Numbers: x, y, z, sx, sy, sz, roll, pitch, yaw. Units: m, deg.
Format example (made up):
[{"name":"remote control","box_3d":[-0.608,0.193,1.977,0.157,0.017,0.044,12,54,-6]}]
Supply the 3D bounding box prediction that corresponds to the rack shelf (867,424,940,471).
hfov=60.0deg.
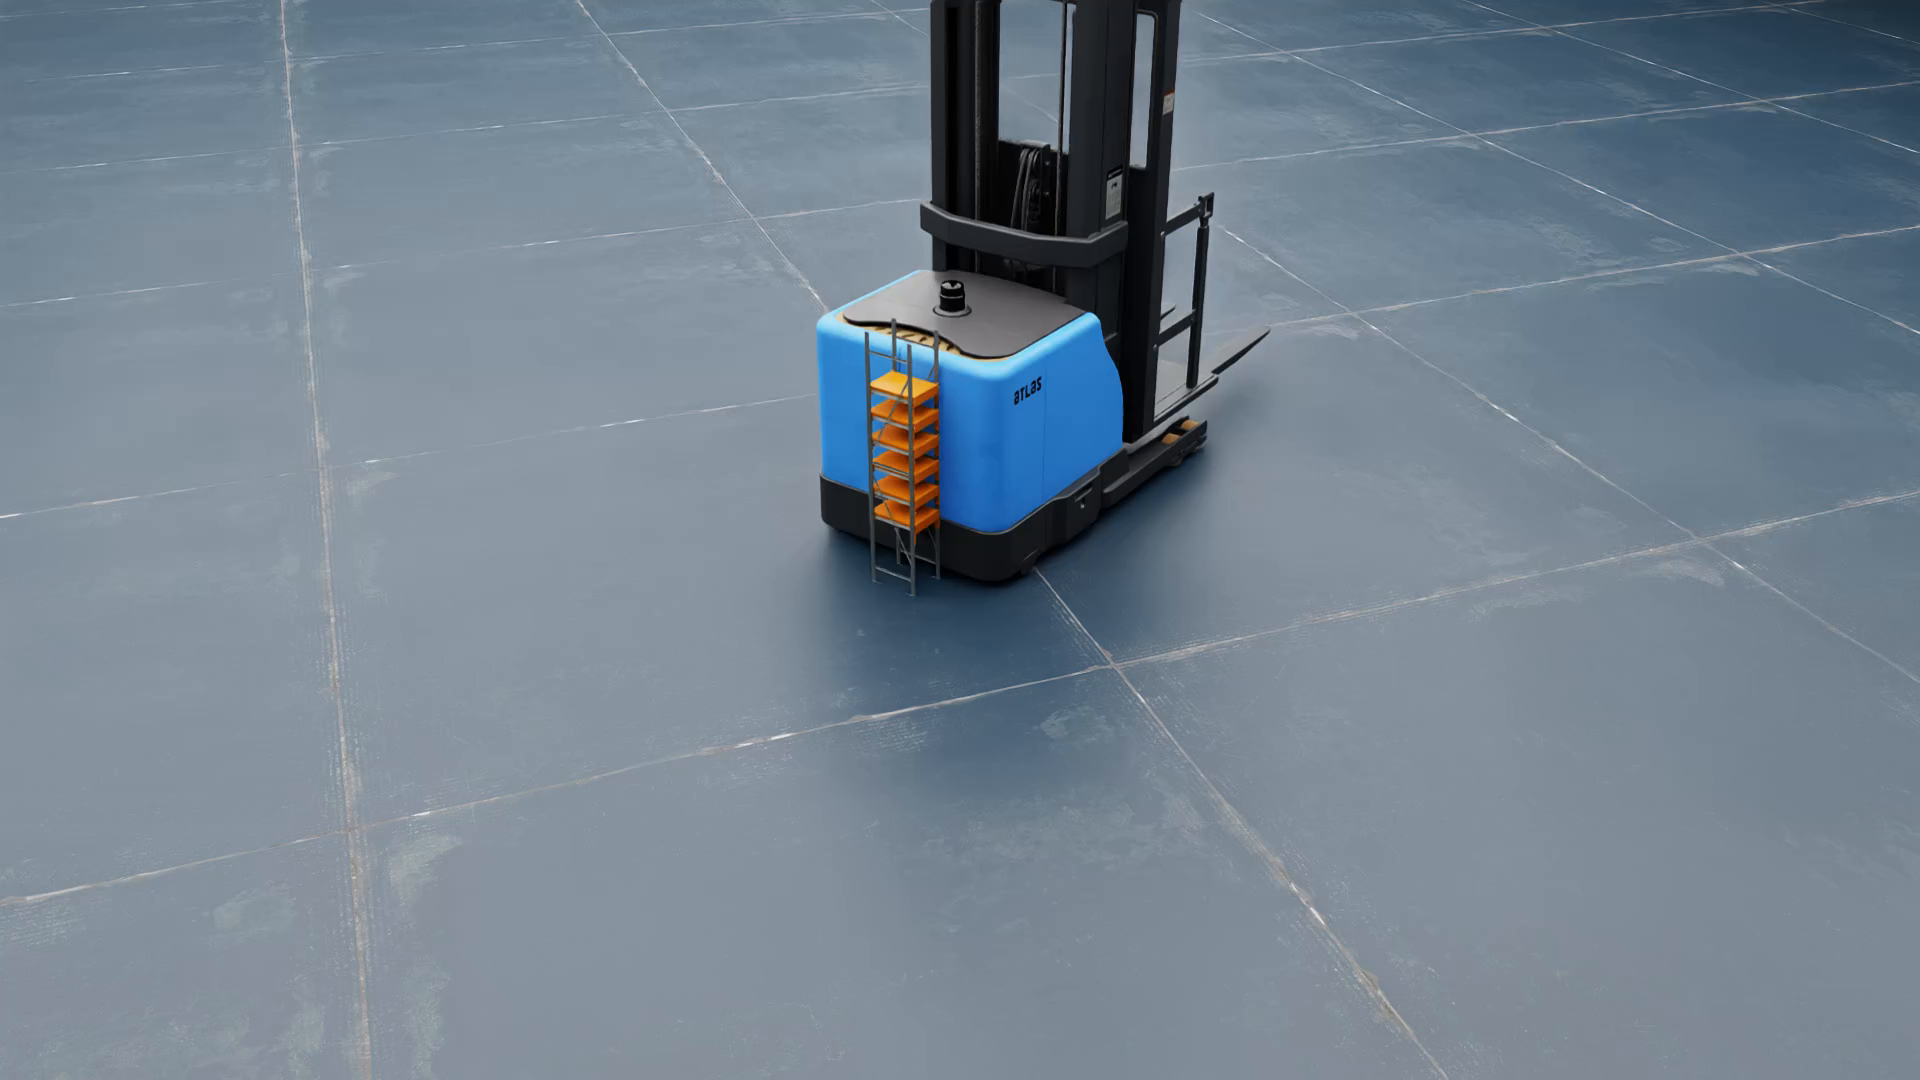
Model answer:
[{"name":"rack shelf","box_3d":[-0.241,-0.404,7.094,0.258,0.103,0.180,19,35,30]}]

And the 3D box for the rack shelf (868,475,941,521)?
[{"name":"rack shelf","box_3d":[-0.241,-0.195,7.213,0.258,0.103,0.180,19,35,30]}]

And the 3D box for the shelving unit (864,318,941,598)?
[{"name":"shelving unit","box_3d":[-0.241,-0.338,7.132,0.258,1.200,0.189,19,35,30]}]

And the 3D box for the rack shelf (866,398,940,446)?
[{"name":"rack shelf","box_3d":[-0.241,-0.508,7.035,0.258,0.103,0.180,19,35,30]}]

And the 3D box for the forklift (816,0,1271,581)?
[{"name":"forklift","box_3d":[0.613,-1.769,7.894,1.130,2.935,3.031,19,35,30]}]

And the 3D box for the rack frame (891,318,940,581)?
[{"name":"rack frame","box_3d":[-0.188,-0.375,7.196,0.240,1.200,0.006,19,35,30]}]

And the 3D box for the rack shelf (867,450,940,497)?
[{"name":"rack shelf","box_3d":[-0.241,-0.300,7.154,0.258,0.103,0.180,19,35,30]}]

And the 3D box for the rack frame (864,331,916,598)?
[{"name":"rack frame","box_3d":[-0.294,-0.301,7.067,0.240,1.200,0.006,19,35,30]}]

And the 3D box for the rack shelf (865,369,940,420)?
[{"name":"rack shelf","box_3d":[-0.241,-0.612,6.975,0.258,0.103,0.180,19,35,30]}]

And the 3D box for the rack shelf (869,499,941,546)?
[{"name":"rack shelf","box_3d":[-0.241,-0.091,7.272,0.258,0.103,0.180,19,35,30]}]
